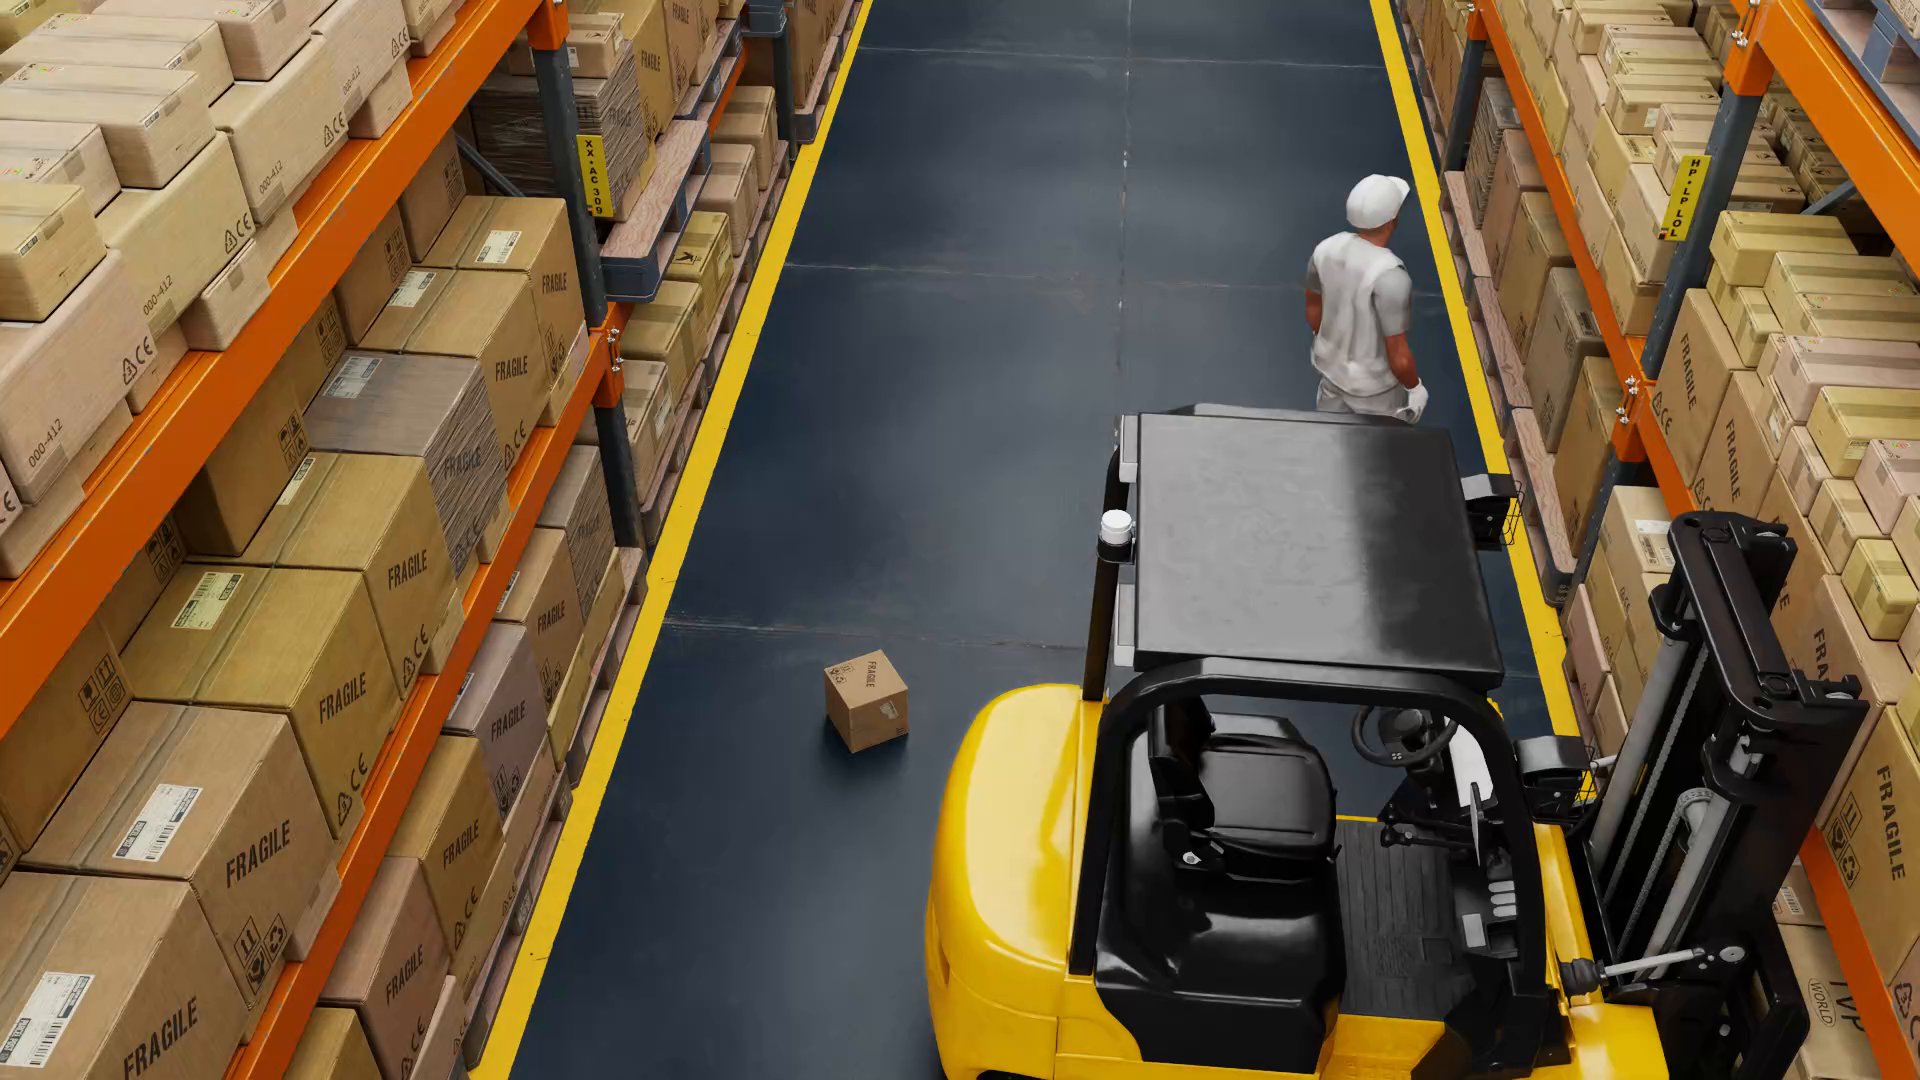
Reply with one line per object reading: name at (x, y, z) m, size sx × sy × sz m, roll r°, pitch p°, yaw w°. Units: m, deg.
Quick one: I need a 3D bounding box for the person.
person at (1.752, -0.731, 7.002) m, size 0.564 × 1.787 × 0.637 m, roll -21°, pitch 44°, yaw -23°
